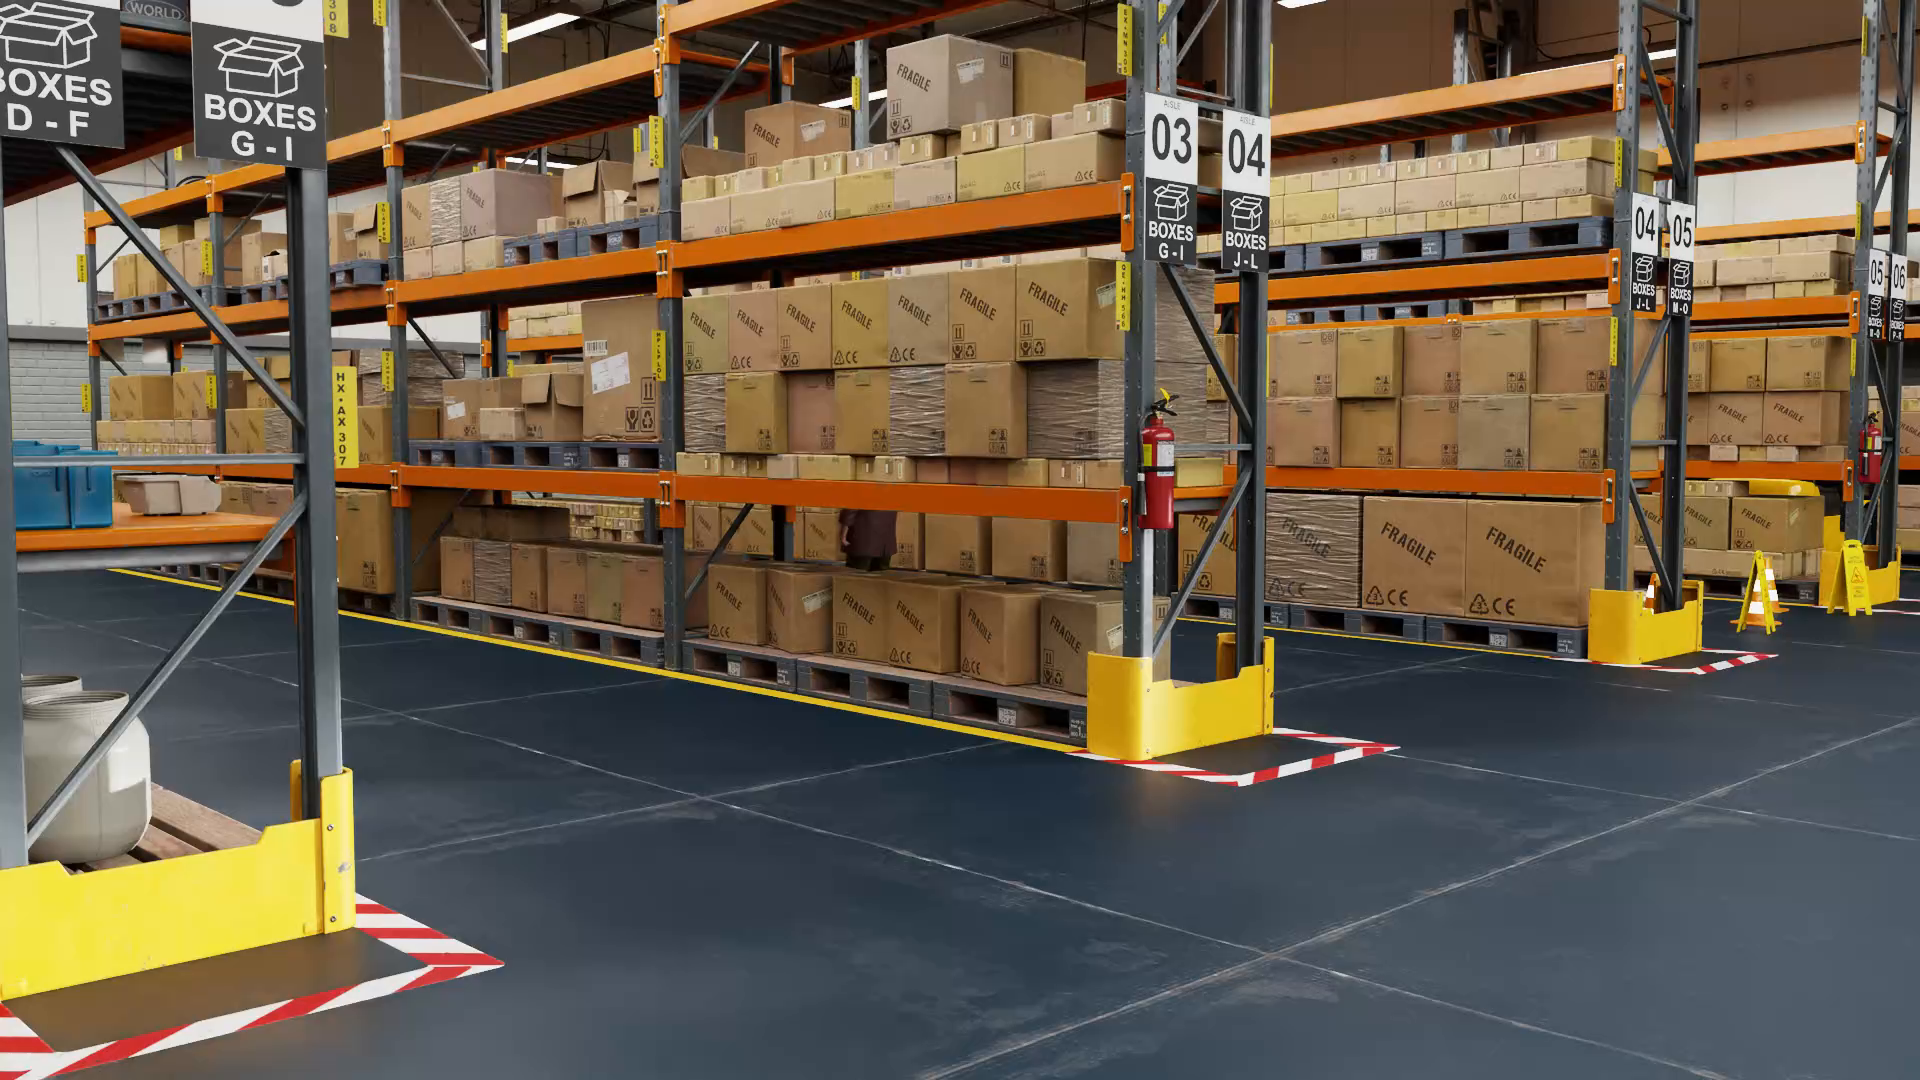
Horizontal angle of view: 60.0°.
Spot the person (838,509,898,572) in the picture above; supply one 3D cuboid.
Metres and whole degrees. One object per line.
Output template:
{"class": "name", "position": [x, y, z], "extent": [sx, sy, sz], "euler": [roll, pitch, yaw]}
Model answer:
{"class": "person", "position": [-0.694, -0.062, 12.523], "extent": [0.427, 1.660, 0.653], "euler": [3, 5, 34]}
